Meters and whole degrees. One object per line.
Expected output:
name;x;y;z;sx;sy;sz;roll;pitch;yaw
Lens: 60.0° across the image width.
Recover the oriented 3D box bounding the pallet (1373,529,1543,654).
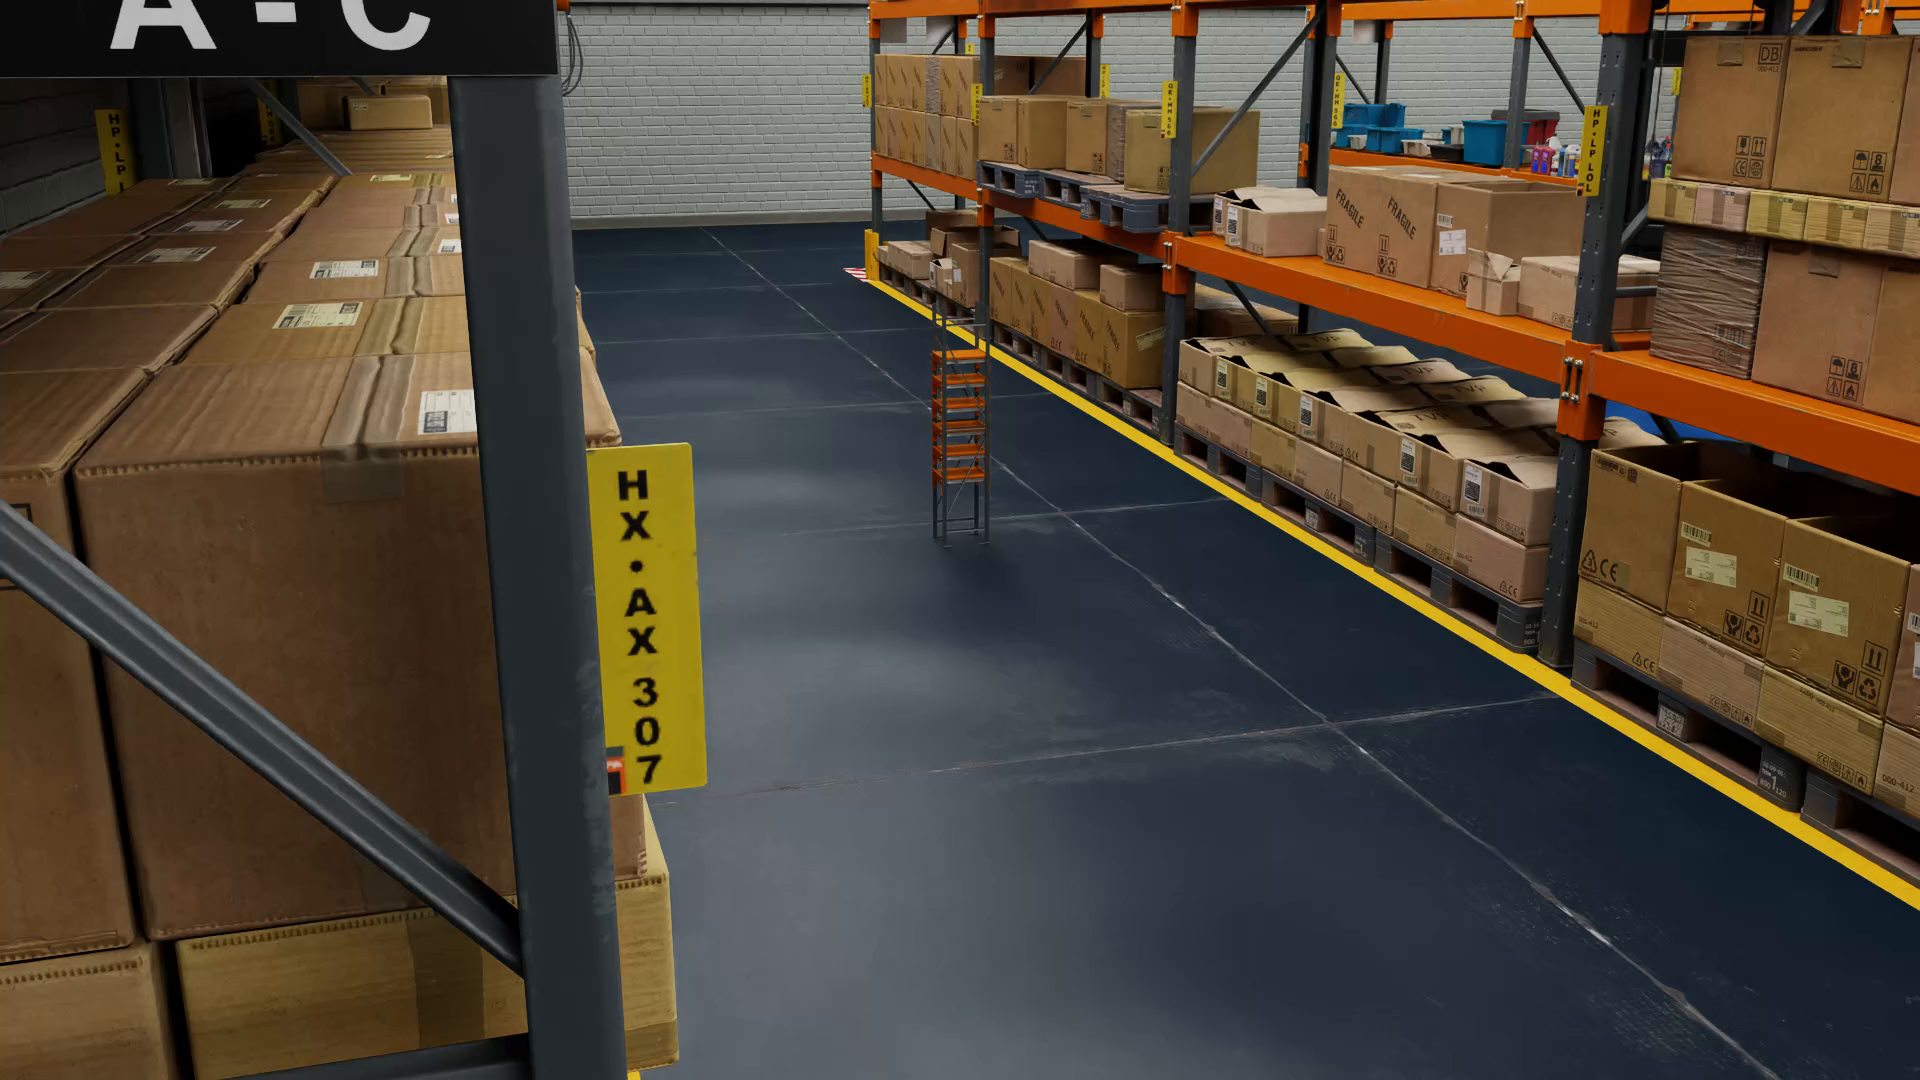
pallet;2.619;0.168;7.525;1.003;0.211;1.213;-5;17;-15

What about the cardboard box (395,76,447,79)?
cardboard box;-3.315;-2.813;10.572;0.500;0.250;0.500;-5;17;-16

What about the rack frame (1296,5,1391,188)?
rack frame;4.324;-4.676;18.806;1.000;3.000;0.127;-5;17;-15

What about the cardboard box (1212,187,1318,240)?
cardboard box;1.817;-1.926;9.805;0.500;0.311;0.500;-4;17;-12

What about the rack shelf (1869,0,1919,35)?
rack shelf;7.073;-3.002;9.269;1.077;0.370;4.000;-5;17;-15

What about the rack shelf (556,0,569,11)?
rack shelf;-1.354;-1.113;2.978;1.077;0.370;4.000;-5;17;-15

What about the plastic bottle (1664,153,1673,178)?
plastic bottle;5.600;-2.890;13.062;0.061;0.283;0.133;-5;17;-15

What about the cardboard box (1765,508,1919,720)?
cardboard box;2.960;0.220;5.252;0.500;0.500;0.500;-5;17;-15

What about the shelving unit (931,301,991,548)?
shelving unit;0.004;-0.571;8.266;0.258;1.200;0.189;-5;17;-15

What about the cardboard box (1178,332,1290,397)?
cardboard box;1.621;-1.058;9.834;0.500;0.311;0.500;-4;17;-13

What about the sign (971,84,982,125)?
sign;0.140;-3.549;13.548;0.100;0.325;0.005;-5;17;-15

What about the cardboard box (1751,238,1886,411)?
cardboard box;3.138;-0.747;5.550;0.700;0.500;0.500;-5;17;-16

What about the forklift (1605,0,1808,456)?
forklift;4.499;-2.094;10.330;1.130;2.935;3.031;7;18;21

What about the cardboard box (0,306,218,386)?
cardboard box;-1.267;-0.018;2.220;0.500;0.500;0.500;-4;17;-15

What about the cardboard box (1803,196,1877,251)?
cardboard box;2.961;-1.022;5.340;0.380;0.149;0.250;-5;17;-16

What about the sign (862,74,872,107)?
sign;-0.961;-4.657;17.238;0.100;0.325;0.005;-5;17;-15

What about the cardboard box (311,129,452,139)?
cardboard box;-2.684;-1.657;7.816;0.700;0.500;0.500;-6;18;-20

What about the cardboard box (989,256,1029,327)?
cardboard box;0.559;-2.040;13.609;0.500;0.500;0.500;-6;18;-18

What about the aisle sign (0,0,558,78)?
aisle sign;-0.496;-0.716;1.103;0.394;0.787;0.004;-5;17;-15

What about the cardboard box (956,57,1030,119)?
cardboard box;0.272;-3.825;14.061;0.500;0.500;0.500;-5;17;-15

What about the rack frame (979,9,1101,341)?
rack frame;0.660;-3.179;13.822;1.000;3.000;0.127;-5;17;-15

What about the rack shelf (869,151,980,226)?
rack shelf;0.110;-3.388;15.767;1.077;0.370;4.000;-5;17;-15

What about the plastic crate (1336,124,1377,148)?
plastic crate;4.257;-4.348;17.901;0.416;0.233;0.300;-5;17;-15

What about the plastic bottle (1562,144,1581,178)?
plastic bottle;5.285;-3.251;14.277;0.152;0.276;0.135;-5;17;-15

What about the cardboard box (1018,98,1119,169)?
cardboard box;0.825;-3.094;12.636;0.700;0.500;0.500;-2;17;-6

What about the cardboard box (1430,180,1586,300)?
cardboard box;2.518;-1.374;7.638;0.500;0.500;0.500;-3;17;-11

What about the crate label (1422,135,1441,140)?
crate label;4.888;-4.211;17.611;0.396;0.136;0.243;-5;17;-15

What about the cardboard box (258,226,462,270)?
cardboard box;-1.062;-0.343;3.302;0.500;0.500;0.500;-4;17;-14

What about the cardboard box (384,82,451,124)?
cardboard box;-2.887;-2.393;9.176;0.500;0.250;0.500;-4;17;-14

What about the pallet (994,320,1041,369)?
pallet;0.920;-1.622;13.484;1.003;0.211;1.213;-5;17;-15

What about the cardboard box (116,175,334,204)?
cardboard box;-1.975;-0.724;4.571;0.500;0.500;0.500;-5;17;-17

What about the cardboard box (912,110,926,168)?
cardboard box;-0.153;-3.770;15.616;0.500;0.500;0.500;-4;17;-15

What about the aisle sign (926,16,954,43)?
aisle sign;-0.164;-5.574;17.275;0.394;0.787;0.004;-5;17;-15

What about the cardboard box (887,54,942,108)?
cardboard box;-0.420;-4.525;16.390;0.500;0.500;0.500;-5;17;-15

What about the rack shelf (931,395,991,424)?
rack shelf;0.004;-0.643;8.244;0.258;0.103;0.180;-5;17;-15

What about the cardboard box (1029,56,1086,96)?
cardboard box;0.801;-3.859;14.172;0.500;0.500;0.500;-4;17;-14

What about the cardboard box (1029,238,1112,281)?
cardboard box;0.833;-2.122;12.580;0.500;0.250;0.500;-5;17;-15

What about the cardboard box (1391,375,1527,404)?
cardboard box;2.561;-0.678;8.571;0.500;0.311;0.500;-4;17;-14

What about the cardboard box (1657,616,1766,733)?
cardboard box;2.827;0.440;5.822;0.500;0.250;0.500;-5;17;-15

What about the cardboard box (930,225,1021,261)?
cardboard box;0.139;-2.714;15.847;0.797;0.503;0.637;-5;17;-15

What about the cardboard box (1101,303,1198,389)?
cardboard box;1.276;-1.327;11.234;0.500;0.500;0.500;-4;17;-13

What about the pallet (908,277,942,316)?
pallet;0.133;-2.372;15.981;1.003;0.211;1.213;-5;17;-15

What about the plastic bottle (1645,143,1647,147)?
plastic bottle;5.852;-3.306;14.331;0.144;0.351;0.185;-5;17;-15

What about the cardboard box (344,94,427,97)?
cardboard box;-2.879;-2.156;8.351;0.380;0.149;0.250;-7;18;-22

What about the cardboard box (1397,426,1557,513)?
cardboard box;2.323;-0.352;7.485;0.500;0.311;0.500;-4;17;-14

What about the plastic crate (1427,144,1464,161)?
plastic crate;4.858;-3.755;16.113;0.437;0.125;0.590;-5;17;-15

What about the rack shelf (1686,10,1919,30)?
rack shelf;9.636;-5.607;17.940;1.077;0.370;4.000;-5;17;-15

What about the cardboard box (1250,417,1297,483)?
cardboard box;1.908;-0.507;8.974;0.500;0.250;0.500;-5;17;-17
